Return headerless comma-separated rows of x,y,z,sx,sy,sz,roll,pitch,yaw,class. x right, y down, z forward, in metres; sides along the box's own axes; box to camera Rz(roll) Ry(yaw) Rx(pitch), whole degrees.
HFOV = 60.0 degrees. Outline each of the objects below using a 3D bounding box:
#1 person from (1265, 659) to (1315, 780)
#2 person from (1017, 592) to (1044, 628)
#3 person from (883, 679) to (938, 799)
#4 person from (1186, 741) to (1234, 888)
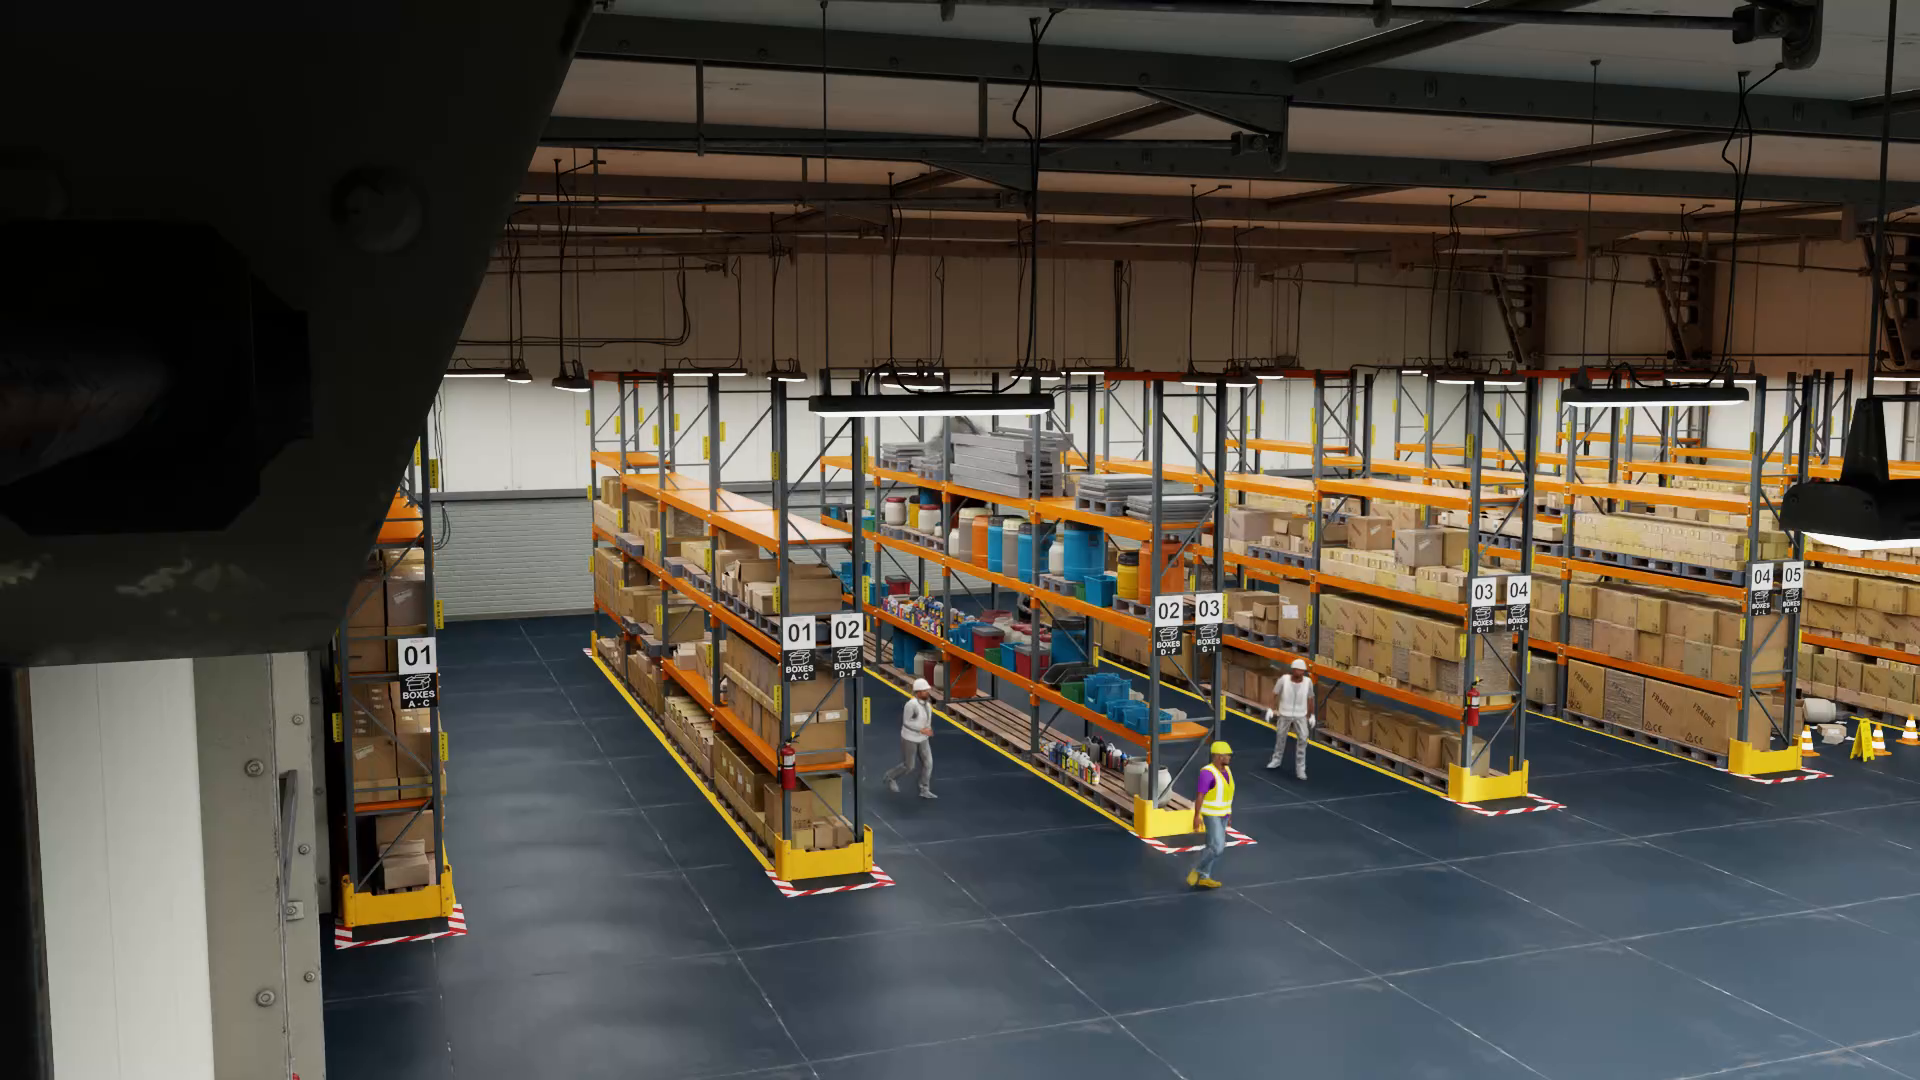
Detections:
4.989,2.661,25.109,0.754,1.772,0.771,1,6,7,person
1.326,1.574,33.069,0.657,1.729,0.817,-5,8,-38,person
-0.703,2.822,23.786,0.885,1.741,0.651,4,8,34,person
2.998,3.249,19.697,0.468,1.751,0.643,5,8,38,person
